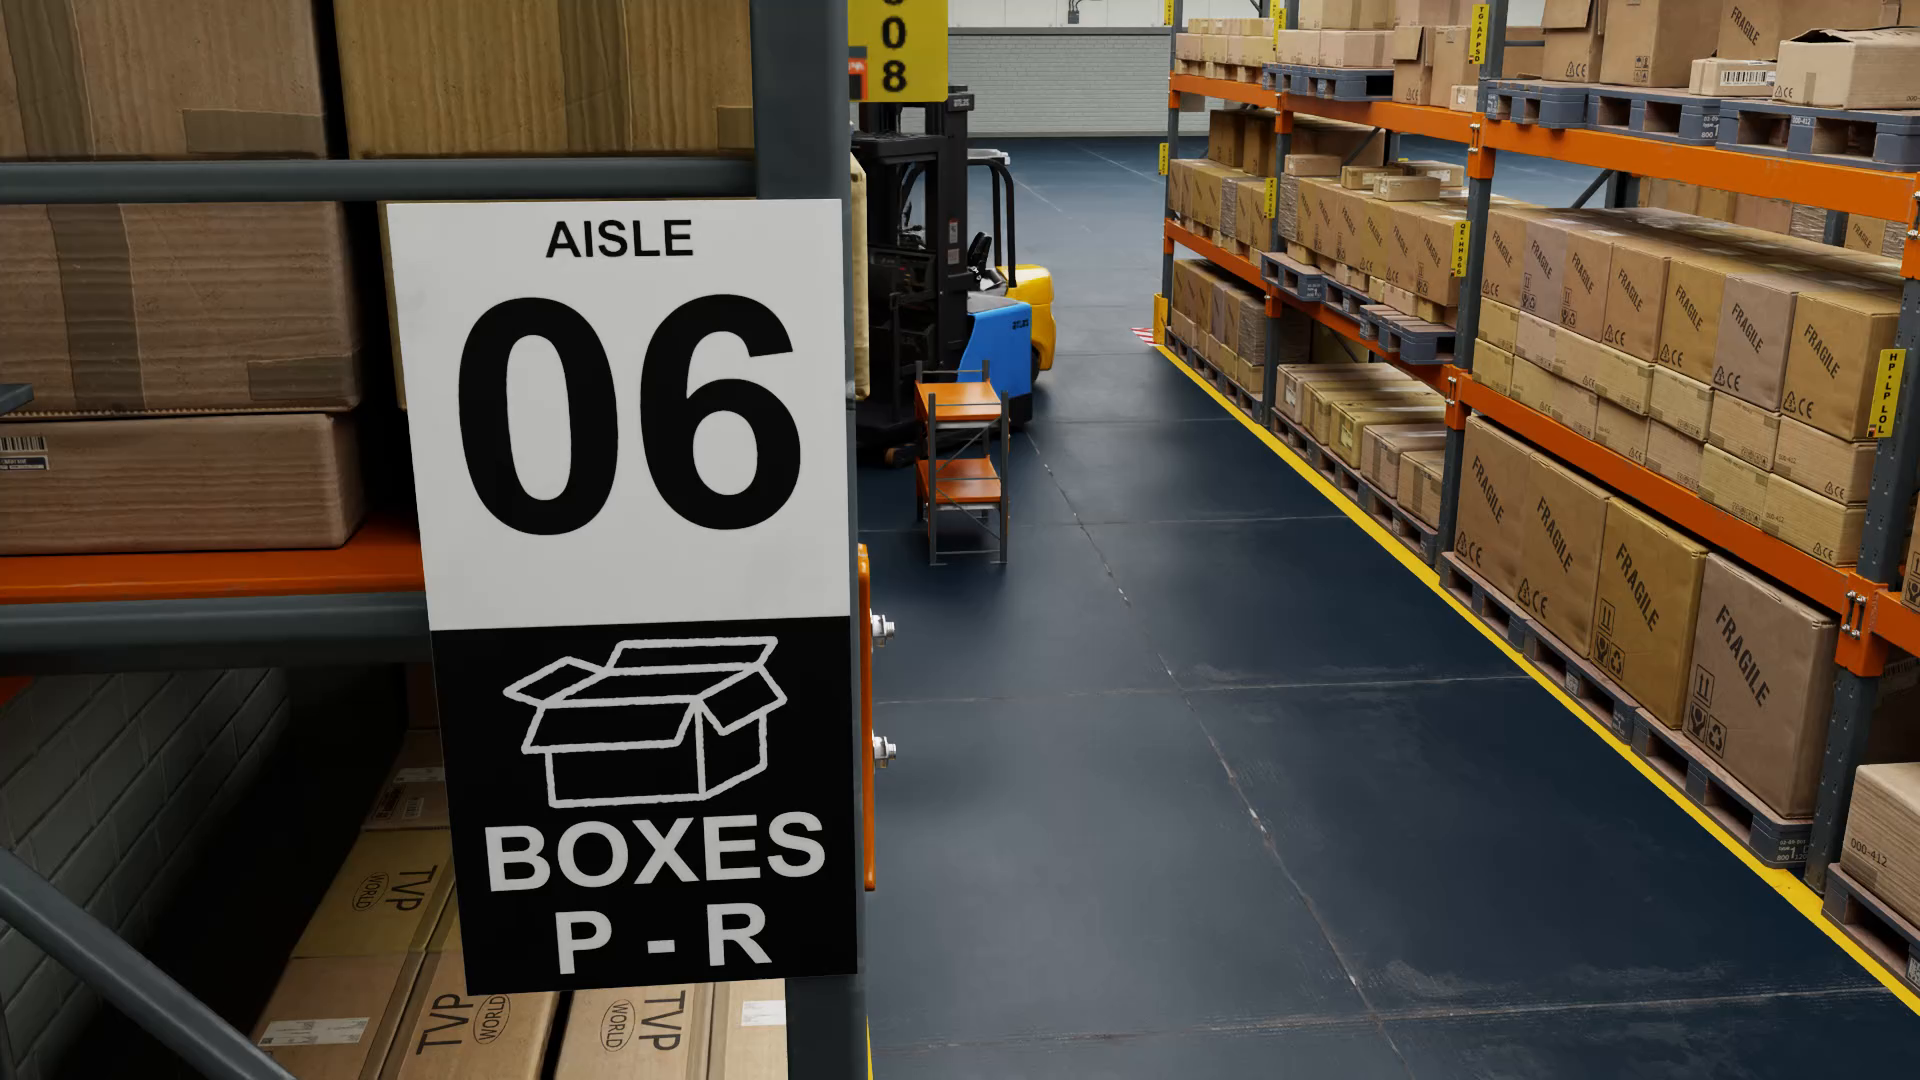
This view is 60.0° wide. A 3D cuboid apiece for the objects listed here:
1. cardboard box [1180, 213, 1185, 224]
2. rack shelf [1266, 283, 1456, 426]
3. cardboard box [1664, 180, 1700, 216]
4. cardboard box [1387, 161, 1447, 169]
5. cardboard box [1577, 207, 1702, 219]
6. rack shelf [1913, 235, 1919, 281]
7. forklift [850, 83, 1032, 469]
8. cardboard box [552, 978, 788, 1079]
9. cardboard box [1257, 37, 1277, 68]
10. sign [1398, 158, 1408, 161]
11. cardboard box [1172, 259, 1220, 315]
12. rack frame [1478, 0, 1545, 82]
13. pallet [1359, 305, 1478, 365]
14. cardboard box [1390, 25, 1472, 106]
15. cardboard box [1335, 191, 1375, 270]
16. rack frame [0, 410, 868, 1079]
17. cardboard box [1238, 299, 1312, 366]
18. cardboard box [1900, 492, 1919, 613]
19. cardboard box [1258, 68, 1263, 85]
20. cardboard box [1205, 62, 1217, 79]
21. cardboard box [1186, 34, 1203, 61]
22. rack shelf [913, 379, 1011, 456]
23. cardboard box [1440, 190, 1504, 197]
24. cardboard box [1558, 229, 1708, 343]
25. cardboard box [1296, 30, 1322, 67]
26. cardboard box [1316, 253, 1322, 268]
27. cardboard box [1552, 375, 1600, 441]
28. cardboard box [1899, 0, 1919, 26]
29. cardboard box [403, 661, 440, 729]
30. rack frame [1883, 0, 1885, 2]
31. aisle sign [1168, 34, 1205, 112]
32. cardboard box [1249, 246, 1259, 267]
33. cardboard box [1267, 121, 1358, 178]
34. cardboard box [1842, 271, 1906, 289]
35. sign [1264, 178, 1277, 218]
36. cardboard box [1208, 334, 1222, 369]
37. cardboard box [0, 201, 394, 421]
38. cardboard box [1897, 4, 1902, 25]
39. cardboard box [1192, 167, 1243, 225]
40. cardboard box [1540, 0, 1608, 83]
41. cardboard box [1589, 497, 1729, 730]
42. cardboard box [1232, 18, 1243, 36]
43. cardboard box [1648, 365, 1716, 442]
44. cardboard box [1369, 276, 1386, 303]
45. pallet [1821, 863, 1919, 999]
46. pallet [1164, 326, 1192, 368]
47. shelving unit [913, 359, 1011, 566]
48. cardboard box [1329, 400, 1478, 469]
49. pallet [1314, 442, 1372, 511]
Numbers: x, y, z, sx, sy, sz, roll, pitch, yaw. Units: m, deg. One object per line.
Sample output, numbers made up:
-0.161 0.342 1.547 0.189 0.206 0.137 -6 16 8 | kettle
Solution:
2.515 -3.387 17.377 0.380 0.149 0.250 -2 18 -5 | cardboard box
3.305 -1.483 12.096 1.077 0.370 4.000 -2 18 -6 | rack shelf
7.694 -3.426 16.831 0.875 0.550 0.550 -2 18 -6 | cardboard box
3.455 -2.787 12.598 0.380 0.149 0.250 -2 18 -7 | cardboard box
3.824 -1.610 9.460 0.500 0.500 0.500 -2 18 -7 | cardboard box
4.130 -0.531 4.054 1.077 0.370 4.000 -2 18 -6 | rack shelf
-0.707 -2.121 13.040 1.130 2.935 3.031 14 22 37 | forklift
-0.432 0.943 2.919 0.500 0.250 0.500 -2 17 -5 | cardboard box
2.785 -4.048 13.808 0.500 0.250 0.500 -2 18 -6 | cardboard box
3.650 -2.993 13.770 0.100 0.325 0.005 -2 18 -6 | sign
2.497 -2.605 17.103 0.500 0.500 0.500 -2 18 -7 | cardboard box
3.511 -4.093 9.191 1.000 3.000 0.127 -2 18 -6 | rack frame
3.331 -1.348 10.784 1.213 0.211 1.003 -2 18 -6 | pallet
3.325 -3.165 11.070 0.797 0.503 0.637 -2 18 -6 | cardboard box
3.015 -2.214 11.858 0.500 0.500 0.500 -2 18 -8 | cardboard box
-0.601 1.307 2.006 1.000 3.000 0.127 -2 18 -6 | rack frame
2.770 -1.837 14.658 0.500 0.500 0.500 -2 18 -6 | cardboard box
3.711 0.061 5.808 0.500 0.500 0.500 -1 17 -4 | cardboard box
2.774 -3.972 14.232 0.380 0.149 0.250 -2 18 -5 | cardboard box
2.534 -4.432 15.698 0.380 0.149 0.250 -2 17 -5 | cardboard box
2.515 -4.807 16.228 0.500 0.250 0.500 -2 18 -6 | cardboard box
0.001 -0.814 10.915 0.538 0.278 1.000 -2 18 -6 | rack shelf
3.529 -2.224 11.890 0.500 0.500 0.500 -2 18 -8 | cardboard box
3.417 -1.299 8.471 0.500 0.500 0.500 -1 17 -4 | cardboard box
2.813 -3.645 12.321 0.500 0.250 0.500 -2 18 -6 | cardboard box
2.963 -2.172 12.806 0.380 0.149 0.250 -1 17 -2 | cardboard box
3.430 -0.697 8.639 0.500 0.250 0.500 -1 17 -4 | cardboard box
4.121 -1.990 6.632 0.500 0.500 0.500 -2 18 -7 | cardboard box
-1.124 0.139 4.228 0.500 0.500 0.500 -2 18 -7 | cardboard box
8.012 -5.468 13.570 1.000 3.000 0.127 -2 18 -6 | rack frame
2.371 -4.864 17.321 0.394 0.787 0.004 -2 18 -6 | aisle sign
2.729 -2.463 14.435 0.380 0.149 0.250 -1 17 -4 | cardboard box
3.213 -3.530 15.081 0.700 0.500 0.500 -2 18 -7 | cardboard box
4.084 -0.855 7.055 0.500 0.500 0.500 -2 18 -6 | cardboard box
2.559 -2.817 13.695 0.100 0.325 0.005 -2 18 -6 | sign
2.657 -1.789 15.757 0.500 0.250 0.500 -2 17 -5 | cardboard box
-0.917 -0.319 1.930 0.500 0.250 0.500 -2 18 -7 | cardboard box
8.240 -4.509 14.411 0.500 0.250 0.500 -2 18 -5 | cardboard box
2.569 -3.348 16.171 0.500 0.500 0.500 -2 18 -7 | cardboard box
3.700 -2.804 9.219 0.797 0.503 0.637 -3 18 -9 | cardboard box
3.679 0.323 7.986 0.875 0.875 0.875 -1 17 -4 | cardboard box
2.648 -4.586 14.859 0.380 0.149 0.250 -2 17 -5 | cardboard box
3.518 -0.633 7.600 0.500 0.250 0.500 -1 17 -4 | cardboard box
3.013 -1.710 11.334 0.380 0.149 0.250 -1 17 -5 | cardboard box
3.924 1.520 5.982 1.003 0.211 1.213 -2 18 -6 | pallet
2.742 -2.018 17.253 1.003 0.211 1.213 -2 18 -6 | pallet
0.001 -0.535 11.002 0.538 1.125 1.048 -2 18 -6 | shelving unit
3.306 -0.792 12.377 0.950 0.372 0.625 -1 17 -4 | cardboard box
3.309 -0.496 12.404 1.003 0.211 1.213 -2 18 -6 | pallet
